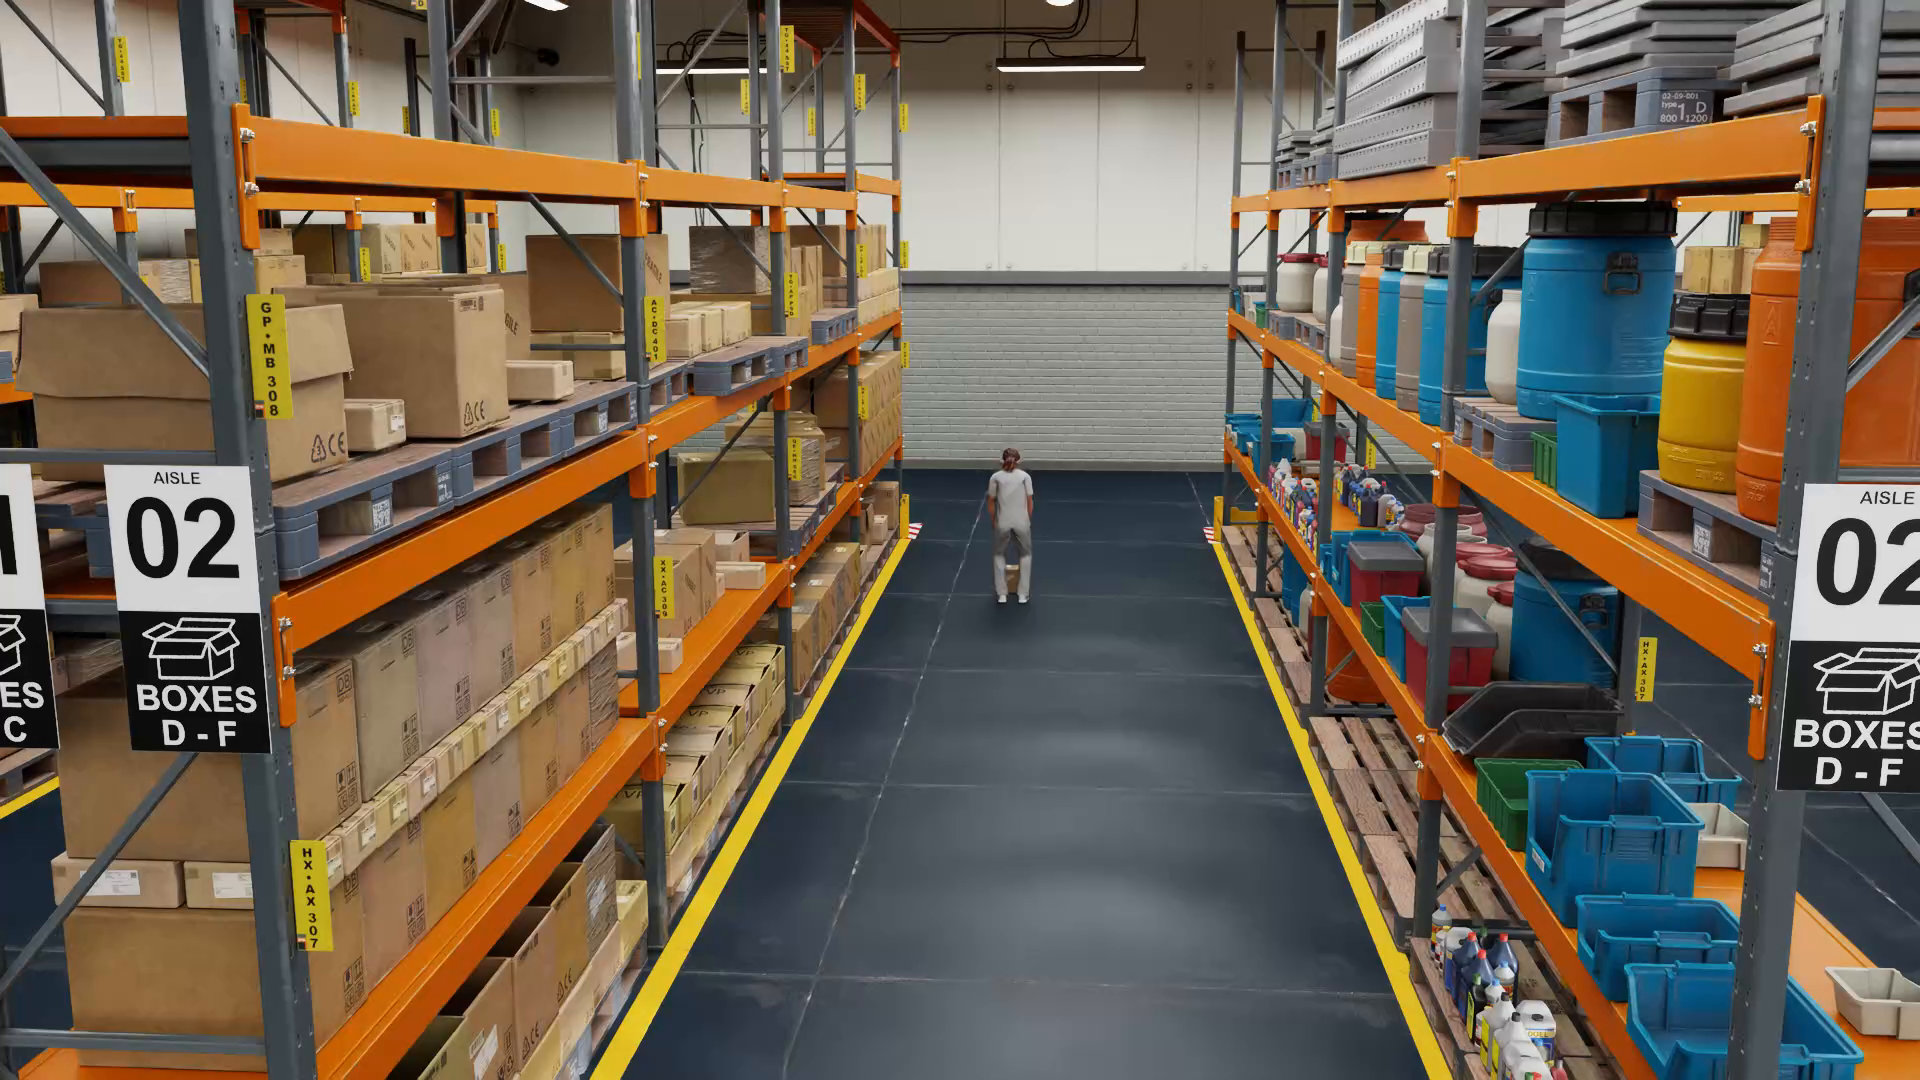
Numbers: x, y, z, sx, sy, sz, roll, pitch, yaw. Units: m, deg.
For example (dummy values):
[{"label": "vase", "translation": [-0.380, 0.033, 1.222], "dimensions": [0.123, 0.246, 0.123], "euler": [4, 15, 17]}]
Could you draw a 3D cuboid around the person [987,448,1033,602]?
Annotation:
[{"label": "person", "translation": [0.512, -0.145, 17.005], "dimensions": [0.475, 1.566, 0.467], "euler": [1, 11, 5]}]
